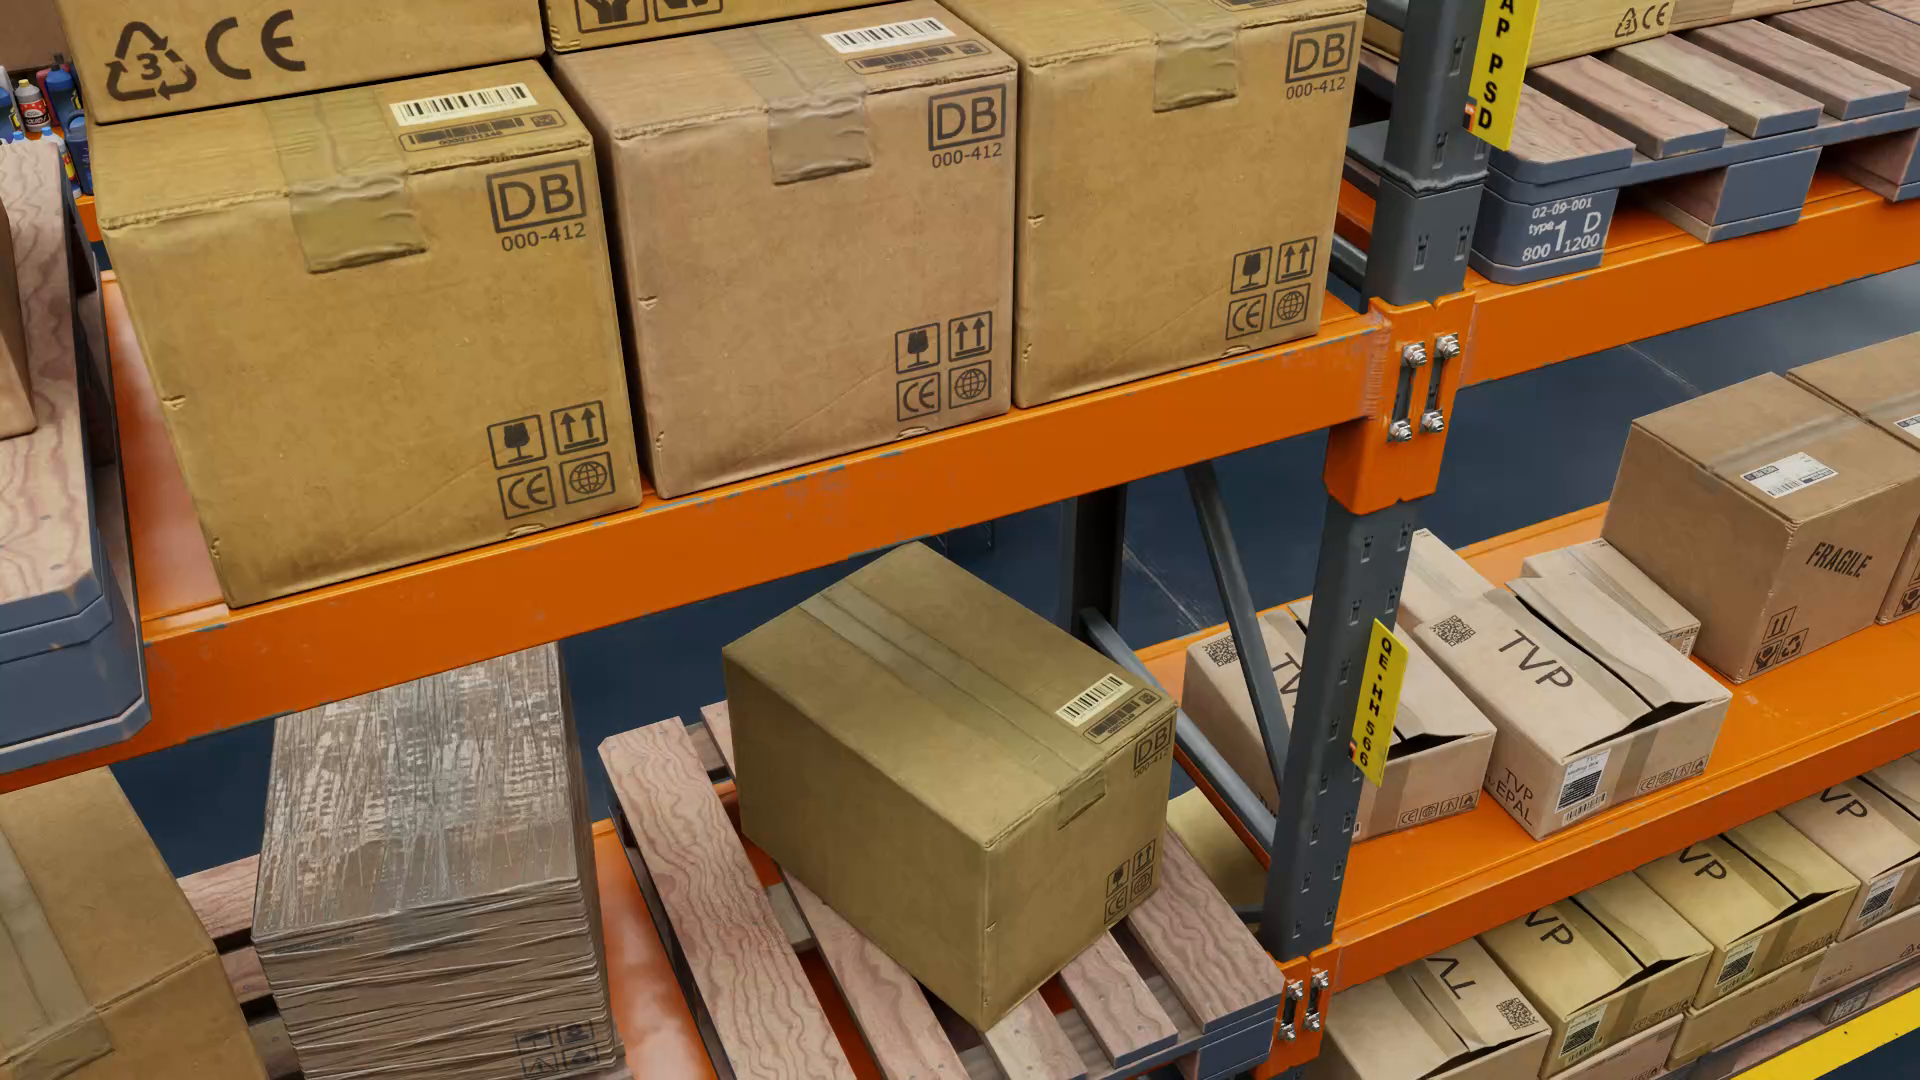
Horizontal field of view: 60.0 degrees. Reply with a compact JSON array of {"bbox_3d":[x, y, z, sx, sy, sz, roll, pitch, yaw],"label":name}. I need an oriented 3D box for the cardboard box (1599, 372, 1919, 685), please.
[{"bbox_3d":[2.008,-0.041,4.203,0.500,0.500,0.500,-18,40,-22],"label":"cardboard box"}]

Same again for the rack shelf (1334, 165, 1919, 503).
[{"bbox_3d":[2.306,-0.989,3.652,4.000,0.370,1.077,-16,39,-20],"label":"rack shelf"}]

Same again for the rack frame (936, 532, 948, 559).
[{"bbox_3d":[-0.099,-0.334,6.444,0.006,0.900,0.240,-16,39,-20],"label":"rack frame"}]

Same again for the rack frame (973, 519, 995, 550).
[{"bbox_3d":[0.085,-0.385,6.514,0.006,0.900,0.240,-16,39,-20],"label":"rack frame"}]

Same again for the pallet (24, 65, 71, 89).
[{"bbox_3d":[-5.559,-3.325,11.056,1.213,0.211,1.003,-16,39,-20],"label":"pallet"}]

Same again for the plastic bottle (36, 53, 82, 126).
[{"bbox_3d":[-3.698,-1.850,6.824,0.133,0.283,0.061,-16,39,-20],"label":"plastic bottle"}]

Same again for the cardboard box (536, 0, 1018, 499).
[{"bbox_3d":[-0.347,-0.554,2.378,0.500,0.500,0.910,-16,39,-20],"label":"cardboard box"}]

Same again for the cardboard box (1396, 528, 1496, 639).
[{"bbox_3d":[1.192,0.157,4.231,0.250,0.149,0.380,-16,39,-20],"label":"cardboard box"}]

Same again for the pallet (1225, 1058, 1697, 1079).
[{"bbox_3d":[1.257,1.365,4.732,1.213,0.211,1.003,-16,39,-20],"label":"pallet"}]

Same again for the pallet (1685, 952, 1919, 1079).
[{"bbox_3d":[2.360,1.059,5.145,1.213,0.211,1.003,-16,39,-20],"label":"pallet"}]

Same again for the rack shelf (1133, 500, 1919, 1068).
[{"bbox_3d":[2.306,0.216,4.545,4.000,0.370,1.077,-16,39,-20],"label":"rack shelf"}]

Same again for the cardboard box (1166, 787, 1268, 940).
[{"bbox_3d":[0.865,0.878,4.533,0.500,0.311,0.500,-15,39,-19],"label":"cardboard box"}]

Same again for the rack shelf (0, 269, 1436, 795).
[{"bbox_3d":[-1.315,0.023,2.287,4.000,0.370,1.077,-16,39,-20],"label":"rack shelf"}]

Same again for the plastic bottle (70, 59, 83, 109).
[{"bbox_3d":[-3.536,-1.895,6.828,0.185,0.351,0.144,-16,39,-20],"label":"plastic bottle"}]

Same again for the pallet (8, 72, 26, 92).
[{"bbox_3d":[-6.665,-3.014,10.636,1.213,0.211,1.003,-16,39,-20],"label":"pallet"}]

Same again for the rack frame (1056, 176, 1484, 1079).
[{"bbox_3d":[0.496,0.433,3.649,0.127,3.000,1.000,-16,39,-20],"label":"rack frame"}]

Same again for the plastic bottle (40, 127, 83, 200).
[{"bbox_3d":[-3.393,-1.419,6.254,0.097,0.271,0.097,0,37,0],"label":"plastic bottle"}]

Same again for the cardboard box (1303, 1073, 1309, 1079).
[{"bbox_3d":[1.095,1.394,4.308,0.500,0.250,0.500,-16,39,-20],"label":"cardboard box"}]

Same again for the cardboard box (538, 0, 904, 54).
[{"bbox_3d":[-0.364,-0.978,2.109,0.500,0.500,0.500,-16,39,-20],"label":"cardboard box"}]

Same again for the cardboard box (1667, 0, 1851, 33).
[{"bbox_3d":[1.349,-1.168,3.062,0.500,0.250,0.500,-15,39,-19],"label":"cardboard box"}]

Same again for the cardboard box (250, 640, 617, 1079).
[{"bbox_3d":[-0.936,0.573,3.023,0.500,0.500,0.700,-9,37,-11],"label":"cardboard box"}]

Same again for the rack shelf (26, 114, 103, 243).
[{"bbox_3d":[-3.416,-1.444,6.783,4.000,0.370,1.077,-16,39,-20],"label":"rack shelf"}]

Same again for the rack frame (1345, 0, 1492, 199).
[{"bbox_3d":[0.496,-1.977,1.861,0.127,3.000,1.000,-16,39,-20],"label":"rack frame"}]

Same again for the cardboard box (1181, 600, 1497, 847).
[{"bbox_3d":[0.844,0.400,3.767,0.500,0.311,0.500,-13,39,-17],"label":"cardboard box"}]

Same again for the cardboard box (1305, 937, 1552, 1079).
[{"bbox_3d":[1.095,1.169,4.141,0.500,0.311,0.500,-14,39,-18],"label":"cardboard box"}]

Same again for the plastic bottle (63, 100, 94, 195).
[{"bbox_3d":[-3.275,-1.499,6.295,0.185,0.351,0.144,-16,39,-20],"label":"plastic bottle"}]

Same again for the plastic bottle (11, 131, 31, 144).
[{"bbox_3d":[-3.481,-1.395,6.220,0.097,0.271,0.097,0,37,0],"label":"plastic bottle"}]

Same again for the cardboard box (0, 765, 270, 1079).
[{"bbox_3d":[-1.552,0.756,2.776,0.500,0.500,0.700,-26,44,-31],"label":"cardboard box"}]

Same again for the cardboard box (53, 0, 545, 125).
[{"bbox_3d":[-0.825,-0.848,1.935,0.500,0.500,0.500,-16,39,-20],"label":"cardboard box"}]

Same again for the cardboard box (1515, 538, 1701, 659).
[{"bbox_3d":[1.626,0.181,4.199,0.250,0.149,0.380,-13,38,-17],"label":"cardboard box"}]

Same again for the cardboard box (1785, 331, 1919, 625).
[{"bbox_3d":[2.484,-0.174,4.383,0.500,0.500,0.500,-16,39,-20],"label":"cardboard box"}]

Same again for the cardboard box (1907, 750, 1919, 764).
[{"bbox_3d":[2.951,0.648,4.843,0.500,0.311,0.500,-16,39,-20],"label":"cardboard box"}]

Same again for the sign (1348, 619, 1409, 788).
[{"bbox_3d":[0.735,0.290,2.936,0.005,0.325,0.100,-16,39,-20],"label":"sign"}]

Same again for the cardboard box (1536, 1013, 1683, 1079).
[{"bbox_3d":[1.549,1.267,4.480,0.500,0.250,0.500,-17,40,-21],"label":"cardboard box"}]

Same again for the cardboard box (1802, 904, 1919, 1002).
[{"bbox_3d":[2.482,1.002,4.836,0.500,0.250,0.500,-15,39,-19],"label":"cardboard box"}]

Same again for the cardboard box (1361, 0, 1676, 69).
[{"bbox_3d":[0.882,-1.026,2.870,0.500,0.250,0.500,-19,40,-23],"label":"cardboard box"}]

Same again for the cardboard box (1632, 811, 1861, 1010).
[{"bbox_3d":[2.029,0.904,4.498,0.500,0.311,0.500,-17,40,-21],"label":"cardboard box"}]

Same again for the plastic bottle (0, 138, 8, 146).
[{"bbox_3d":[-3.597,-1.382,6.199,0.135,0.276,0.152,-16,39,-20],"label":"plastic bottle"}]

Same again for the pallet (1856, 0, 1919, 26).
[{"bbox_3d":[2.083,-1.201,3.492,1.213,0.211,1.003,-14,39,-18],"label":"pallet"}]

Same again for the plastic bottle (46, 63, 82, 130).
[{"bbox_3d":[-3.648,-1.807,6.777,0.097,0.271,0.097,0,37,0],"label":"plastic bottle"}]

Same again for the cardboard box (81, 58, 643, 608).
[{"bbox_3d":[-0.817,-0.423,2.200,0.500,0.500,0.910,-16,39,-20],"label":"cardboard box"}]

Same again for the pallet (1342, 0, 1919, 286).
[{"bbox_3d":[1.072,-0.916,3.108,1.003,0.211,1.213,-14,39,-18],"label":"pallet"}]

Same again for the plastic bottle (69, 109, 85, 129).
[{"bbox_3d":[-3.366,-1.522,6.392,0.097,0.271,0.097,0,37,0],"label":"plastic bottle"}]

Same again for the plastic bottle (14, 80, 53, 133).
[{"bbox_3d":[-3.795,-1.778,6.796,0.097,0.201,0.097,0,37,0],"label":"plastic bottle"}]

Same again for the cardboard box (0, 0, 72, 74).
[{"bbox_3d":[-5.952,-3.613,10.534,0.875,0.875,1.225,-17,40,-21],"label":"cardboard box"}]

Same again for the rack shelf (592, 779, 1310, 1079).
[{"bbox_3d":[-1.315,1.228,3.180,4.000,0.370,1.077,-16,39,-20],"label":"rack shelf"}]

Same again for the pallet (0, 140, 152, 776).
[{"bbox_3d":[-1.568,-0.075,1.974,1.003,0.211,1.213,-16,39,-20],"label":"pallet"}]

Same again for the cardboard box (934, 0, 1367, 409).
[{"bbox_3d":[0.115,-0.683,2.552,0.500,0.500,0.910,-16,39,-20],"label":"cardboard box"}]

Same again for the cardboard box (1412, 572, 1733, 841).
[{"bbox_3d":[1.388,0.347,3.839,0.500,0.311,0.500,-16,39,-20],"label":"cardboard box"}]

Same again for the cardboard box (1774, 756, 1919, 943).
[{"bbox_3d":[2.494,0.773,4.674,0.500,0.311,0.500,-16,39,-21],"label":"cardboard box"}]

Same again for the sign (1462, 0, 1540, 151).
[{"bbox_3d":[0.724,-0.686,2.206,0.005,0.325,0.100,-16,39,-20],"label":"sign"}]

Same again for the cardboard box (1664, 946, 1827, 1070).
[{"bbox_3d":[2.017,1.132,4.662,0.500,0.250,0.500,-17,40,-21],"label":"cardboard box"}]

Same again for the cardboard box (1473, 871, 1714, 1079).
[{"bbox_3d":[1.567,1.032,4.326,0.500,0.311,0.500,-17,40,-21],"label":"cardboard box"}]

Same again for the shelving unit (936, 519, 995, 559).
[{"bbox_3d":[-0.007,-0.359,6.479,0.210,0.900,0.258,-16,39,-20],"label":"shelving unit"}]

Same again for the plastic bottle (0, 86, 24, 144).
[{"bbox_3d":[-3.818,-1.700,6.632,0.097,0.271,0.097,0,37,0],"label":"plastic bottle"}]

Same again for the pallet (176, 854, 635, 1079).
[{"bbox_3d":[-1.263,1.005,3.039,1.213,0.211,1.003,-16,39,-20],"label":"pallet"}]

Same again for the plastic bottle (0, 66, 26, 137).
[{"bbox_3d":[-3.888,-1.764,6.715,0.135,0.276,0.152,-16,39,-20],"label":"plastic bottle"}]

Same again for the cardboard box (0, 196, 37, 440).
[{"bbox_3d":[-1.432,-0.435,1.781,0.600,0.600,0.600,-17,40,-22],"label":"cardboard box"}]

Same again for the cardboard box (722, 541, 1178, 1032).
[{"bbox_3d":[-0.027,0.444,3.197,0.500,0.500,0.700,-30,46,-34],"label":"cardboard box"}]

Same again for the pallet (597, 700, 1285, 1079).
[{"bbox_3d":[-0.088,0.719,3.423,1.003,0.211,1.213,-16,39,-20],"label":"pallet"}]
